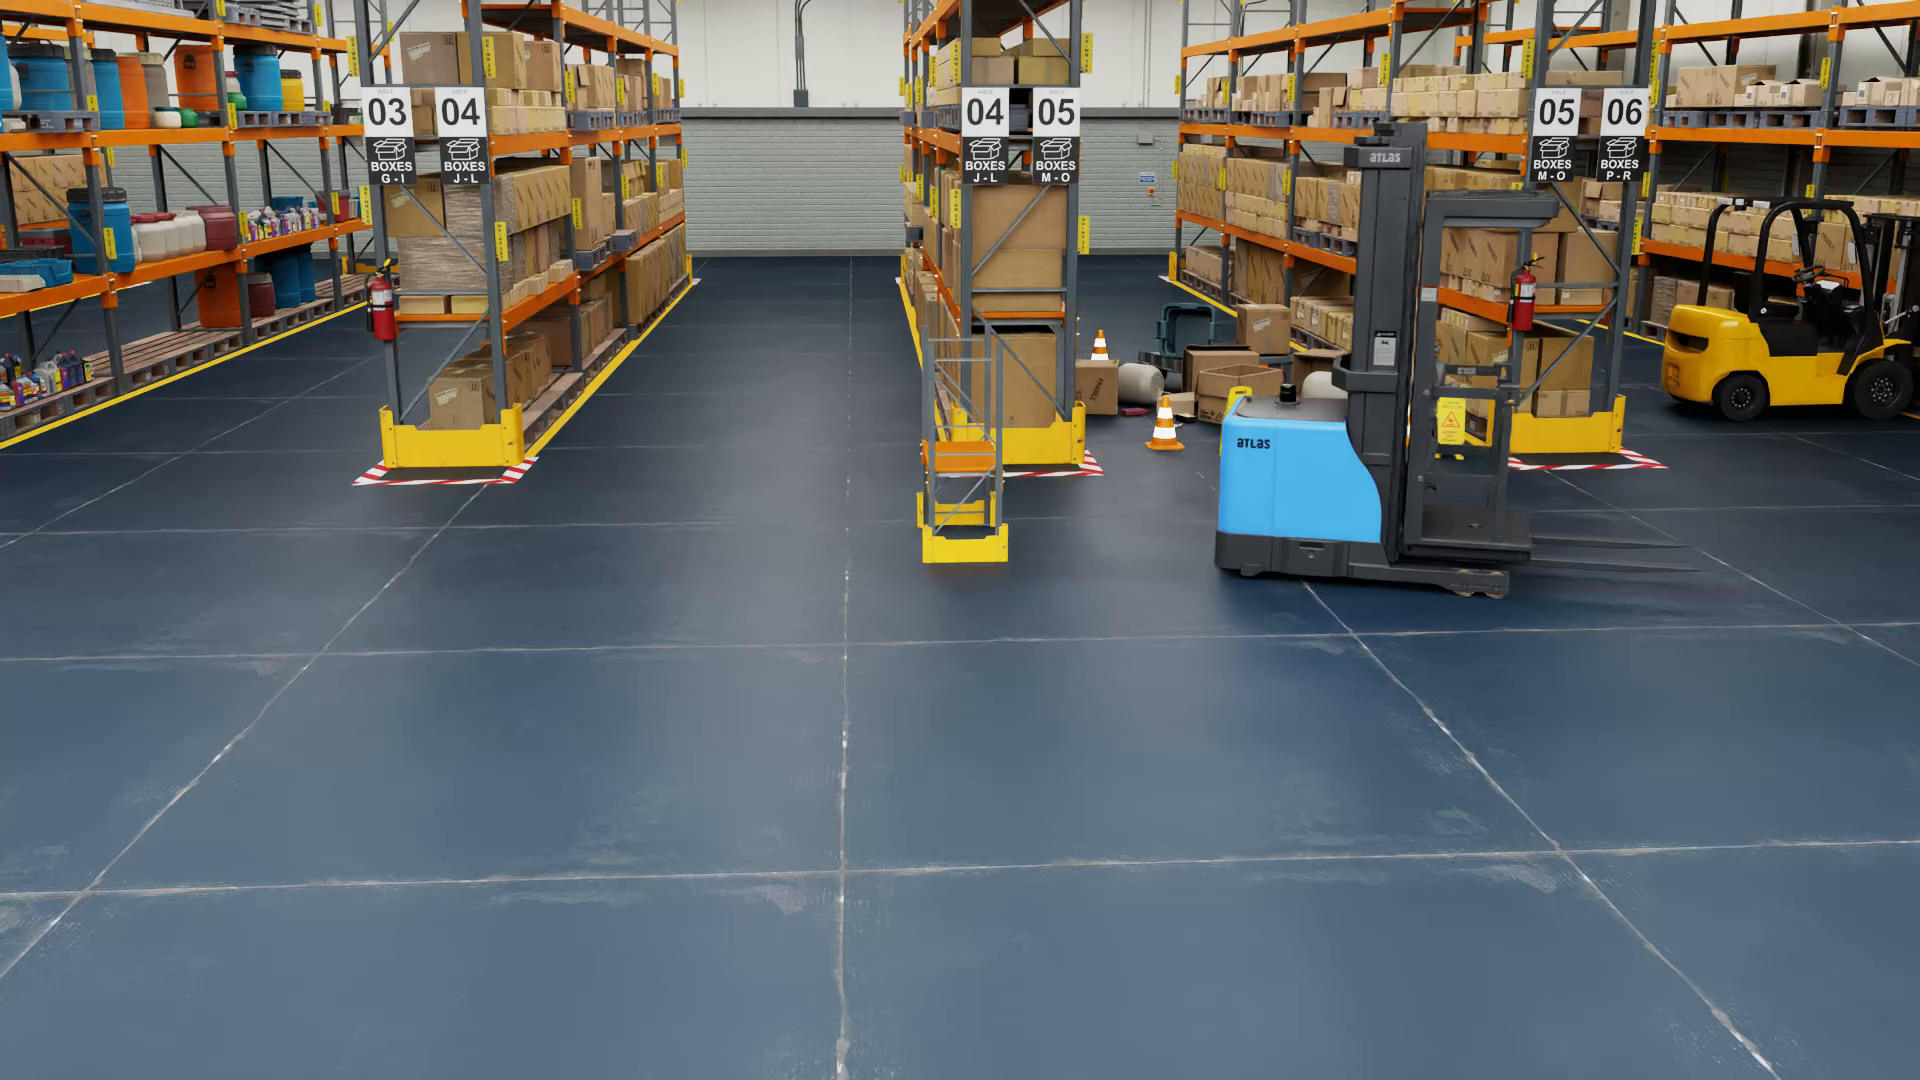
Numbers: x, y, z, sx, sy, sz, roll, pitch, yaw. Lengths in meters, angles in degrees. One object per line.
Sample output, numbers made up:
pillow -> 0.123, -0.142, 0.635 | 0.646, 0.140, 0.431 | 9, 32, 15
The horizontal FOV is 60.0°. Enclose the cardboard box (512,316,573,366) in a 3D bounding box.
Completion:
cardboard box -> -4.712, -2.264, 18.940 | 0.700, 0.500, 0.500 | -2, 15, -8

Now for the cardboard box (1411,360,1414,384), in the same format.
cardboard box -> 5.042, -1.718, 17.359 | 0.500, 0.250, 0.500 | -1, 14, -4

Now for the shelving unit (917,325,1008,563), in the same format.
shelving unit -> 0.005, -0.707, 11.766 | 0.587, 1.500, 1.083 | -1, 14, -3

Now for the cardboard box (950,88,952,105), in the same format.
cardboard box -> 0.104, -4.015, 15.052 | 0.380, 0.149, 0.250 | -1, 14, -3

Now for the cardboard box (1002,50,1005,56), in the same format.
cardboard box -> 0.633, -4.918, 16.960 | 0.380, 0.149, 0.250 | -1, 14, -4

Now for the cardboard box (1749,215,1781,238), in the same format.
cardboard box -> 9.825, -3.755, 19.897 | 0.500, 0.250, 0.500 | -1, 14, -5

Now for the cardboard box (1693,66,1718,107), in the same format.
cardboard box -> 9.834, -5.779, 21.203 | 0.700, 0.500, 0.500 | -1, 14, -5

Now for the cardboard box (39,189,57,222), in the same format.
cardboard box -> -14.902, -5.377, 26.705 | 0.500, 0.500, 0.500 | -1, 14, -4

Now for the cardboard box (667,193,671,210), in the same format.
cardboard box -> -5.022, -5.543, 27.254 | 0.500, 0.250, 0.500 | -1, 14, -2

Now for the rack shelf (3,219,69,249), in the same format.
rack shelf -> -15.203, -5.095, 27.253 | 1.077, 0.370, 4.000 | -1, 14, -3

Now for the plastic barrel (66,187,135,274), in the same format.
plastic barrel -> -9.360, -3.376, 18.120 | 0.600, 0.901, 0.708 | -1, 14, -3

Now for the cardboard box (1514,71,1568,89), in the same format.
cardboard box -> 5.128, -4.063, 14.684 | 0.380, 0.149, 0.250 | -1, 14, -3

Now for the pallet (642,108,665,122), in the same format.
pallet -> -5.231, -6.711, 26.250 | 1.003, 0.211, 1.213 | -1, 14, -3

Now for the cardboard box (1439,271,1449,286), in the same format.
cardboard box -> 5.008, -2.676, 16.911 | 0.380, 0.149, 0.250 | -1, 14, -4

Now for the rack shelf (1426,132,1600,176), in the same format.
rack shelf -> 5.319, -3.868, 16.465 | 1.077, 0.370, 4.000 | -1, 14, -3

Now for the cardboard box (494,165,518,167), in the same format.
cardboard box -> -4.921, -3.669, 17.464 | 0.500, 0.500, 0.500 | -1, 14, -3

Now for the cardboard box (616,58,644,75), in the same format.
cardboard box -> -5.243, -7.448, 26.186 | 0.500, 0.250, 0.500 | -2, 15, -7

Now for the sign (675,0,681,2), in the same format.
sign -> -4.896, -9.494, 28.832 | 0.100, 0.325, 0.005 | -1, 14, -3

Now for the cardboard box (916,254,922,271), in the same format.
cardboard box -> -0.390, -4.058, 24.449 | 0.500, 0.250, 0.500 | 0, 14, -1

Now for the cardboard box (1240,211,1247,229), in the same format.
cardboard box -> 4.513, -4.809, 24.997 | 0.500, 0.250, 0.500 | -1, 14, -4

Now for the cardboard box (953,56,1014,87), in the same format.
cardboard box -> 0.200, -4.058, 14.421 | 0.500, 0.250, 0.500 | -1, 14, -3

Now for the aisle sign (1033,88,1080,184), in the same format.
aisle sign -> 0.813, -3.411, 14.047 | 0.394, 0.787, 0.004 | -1, 14, -3

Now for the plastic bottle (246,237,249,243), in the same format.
plastic bottle -> -9.571, -4.106, 22.225 | 0.097, 0.271, 0.097 | 0, 14, 0

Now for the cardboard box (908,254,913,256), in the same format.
cardboard box -> -0.688, -4.793, 28.318 | 0.380, 0.149, 0.250 | -1, 14, -3

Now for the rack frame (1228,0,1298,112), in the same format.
rack frame -> 4.700, -8.156, 25.668 | 1.000, 3.000, 0.127 | -1, 14, -3

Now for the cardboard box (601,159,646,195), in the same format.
cardboard box -> -5.143, -5.474, 25.067 | 0.797, 0.503, 0.637 | -1, 14, -5

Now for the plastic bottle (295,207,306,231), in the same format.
plastic bottle -> -9.740, -4.728, 24.482 | 0.144, 0.351, 0.185 | -1, 14, -3

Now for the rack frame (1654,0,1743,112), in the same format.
rack frame -> 9.902, -7.239, 22.103 | 1.000, 3.000, 0.127 | -1, 14, -3

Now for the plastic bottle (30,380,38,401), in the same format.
plastic bottle -> -9.226, -1.486, 16.513 | 0.097, 0.201, 0.097 | 0, 14, 0

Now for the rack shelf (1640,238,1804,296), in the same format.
rack shelf -> 10.026, -3.488, 21.007 | 1.077, 0.370, 4.000 | -1, 14, -3

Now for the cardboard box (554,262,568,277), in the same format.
cardboard box -> -4.383, -2.876, 17.687 | 0.380, 0.149, 0.250 | -1, 14, -3

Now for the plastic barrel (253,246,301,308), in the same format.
plastic barrel -> -10.074, -3.897, 24.522 | 0.600, 0.901, 0.708 | -1, 14, -3

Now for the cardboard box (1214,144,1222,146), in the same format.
cardboard box -> 4.714, -6.944, 29.485 | 0.380, 0.149, 0.250 | -1, 14, -2

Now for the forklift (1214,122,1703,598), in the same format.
forklift -> 3.275, -1.195, 10.788 | 3.031, 2.935, 1.130 | 4, 15, 15

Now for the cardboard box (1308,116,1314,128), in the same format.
cardboard box -> 4.798, -5.506, 21.892 | 0.380, 0.149, 0.250 | -1, 14, -3

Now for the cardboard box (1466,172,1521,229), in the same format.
cardboard box -> 5.170, -3.193, 15.613 | 0.700, 0.500, 0.500 | -1, 14, -3

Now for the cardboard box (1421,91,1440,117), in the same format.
cardboard box -> 5.009, -4.419, 16.866 | 0.500, 0.250, 0.500 | -1, 14, -3

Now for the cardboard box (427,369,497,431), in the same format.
cardboard box -> -4.470, -1.262, 15.085 | 0.500, 0.500, 0.500 | 2, 15, 7

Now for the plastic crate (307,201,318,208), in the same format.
plastic crate -> -10.595, -5.496, 27.582 | 0.416, 0.233, 0.300 | -1, 14, -3

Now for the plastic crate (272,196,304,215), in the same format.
plastic crate -> -10.504, -5.154, 25.949 | 0.392, 0.384, 0.575 | -1, 14, -3

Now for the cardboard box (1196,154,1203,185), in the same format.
cardboard box -> 4.308, -6.274, 28.186 | 0.500, 0.500, 0.500 | -1, 14, -3

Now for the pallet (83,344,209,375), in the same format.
pallet -> -9.805, -2.180, 20.077 | 1.003, 0.211, 1.213 | -1, 14, -3

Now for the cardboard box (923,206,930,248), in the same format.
cardboard box -> -0.228, -4.087, 21.692 | 0.500, 0.500, 0.500 | -1, 14, -3

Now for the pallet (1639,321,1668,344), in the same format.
pallet -> 9.914, -2.778, 22.400 | 1.003, 0.211, 1.213 | -1, 14, -3

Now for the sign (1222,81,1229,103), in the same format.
sign -> 4.146, -6.984, 25.933 | 0.100, 0.325, 0.005 | -1, 14, -3

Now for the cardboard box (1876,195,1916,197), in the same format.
cardboard box -> 10.471, -3.771, 18.563 | 0.380, 0.149, 0.250 | -1, 14, -3

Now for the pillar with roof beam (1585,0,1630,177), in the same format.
pillar with roof beam -> 6.214, -8.355, 26.438 | 9.100, 9.000, 0.400 | -1, 14, -3

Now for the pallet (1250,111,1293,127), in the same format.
pallet -> 4.783, -6.055, 23.899 | 1.003, 0.211, 1.213 | 0, 14, -1

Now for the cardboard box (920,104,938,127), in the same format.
cardboard box -> -0.276, -5.794, 22.305 | 0.500, 0.500, 0.500 | -1, 14, -3

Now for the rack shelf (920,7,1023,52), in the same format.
rack shelf -> 0.137, -6.021, 19.613 | 1.077, 0.370, 4.000 | -1, 14, -3

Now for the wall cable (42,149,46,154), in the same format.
wall cable -> -20.264, -8.677, 33.923 | 3.097, 2.526, 0.112 | -1, 14, -3

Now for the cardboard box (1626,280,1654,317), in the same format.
cardboard box -> 9.661, -3.428, 23.505 | 0.500, 0.500, 0.500 | 0, 14, -2

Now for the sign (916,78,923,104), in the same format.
sign -> -0.528, -5.850, 21.686 | 0.100, 0.325, 0.005 | -1, 14, -3

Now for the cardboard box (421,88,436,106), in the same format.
cardboard box -> -4.675, -3.818, 14.325 | 0.380, 0.149, 0.250 | -1, 14, -5

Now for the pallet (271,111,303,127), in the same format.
pallet -> -9.915, -5.907, 23.326 | 1.003, 0.211, 1.213 | -1, 14, -3

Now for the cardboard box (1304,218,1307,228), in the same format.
cardboard box -> 4.766, -4.183, 21.928 | 0.380, 0.149, 0.250 | -2, 15, -7
